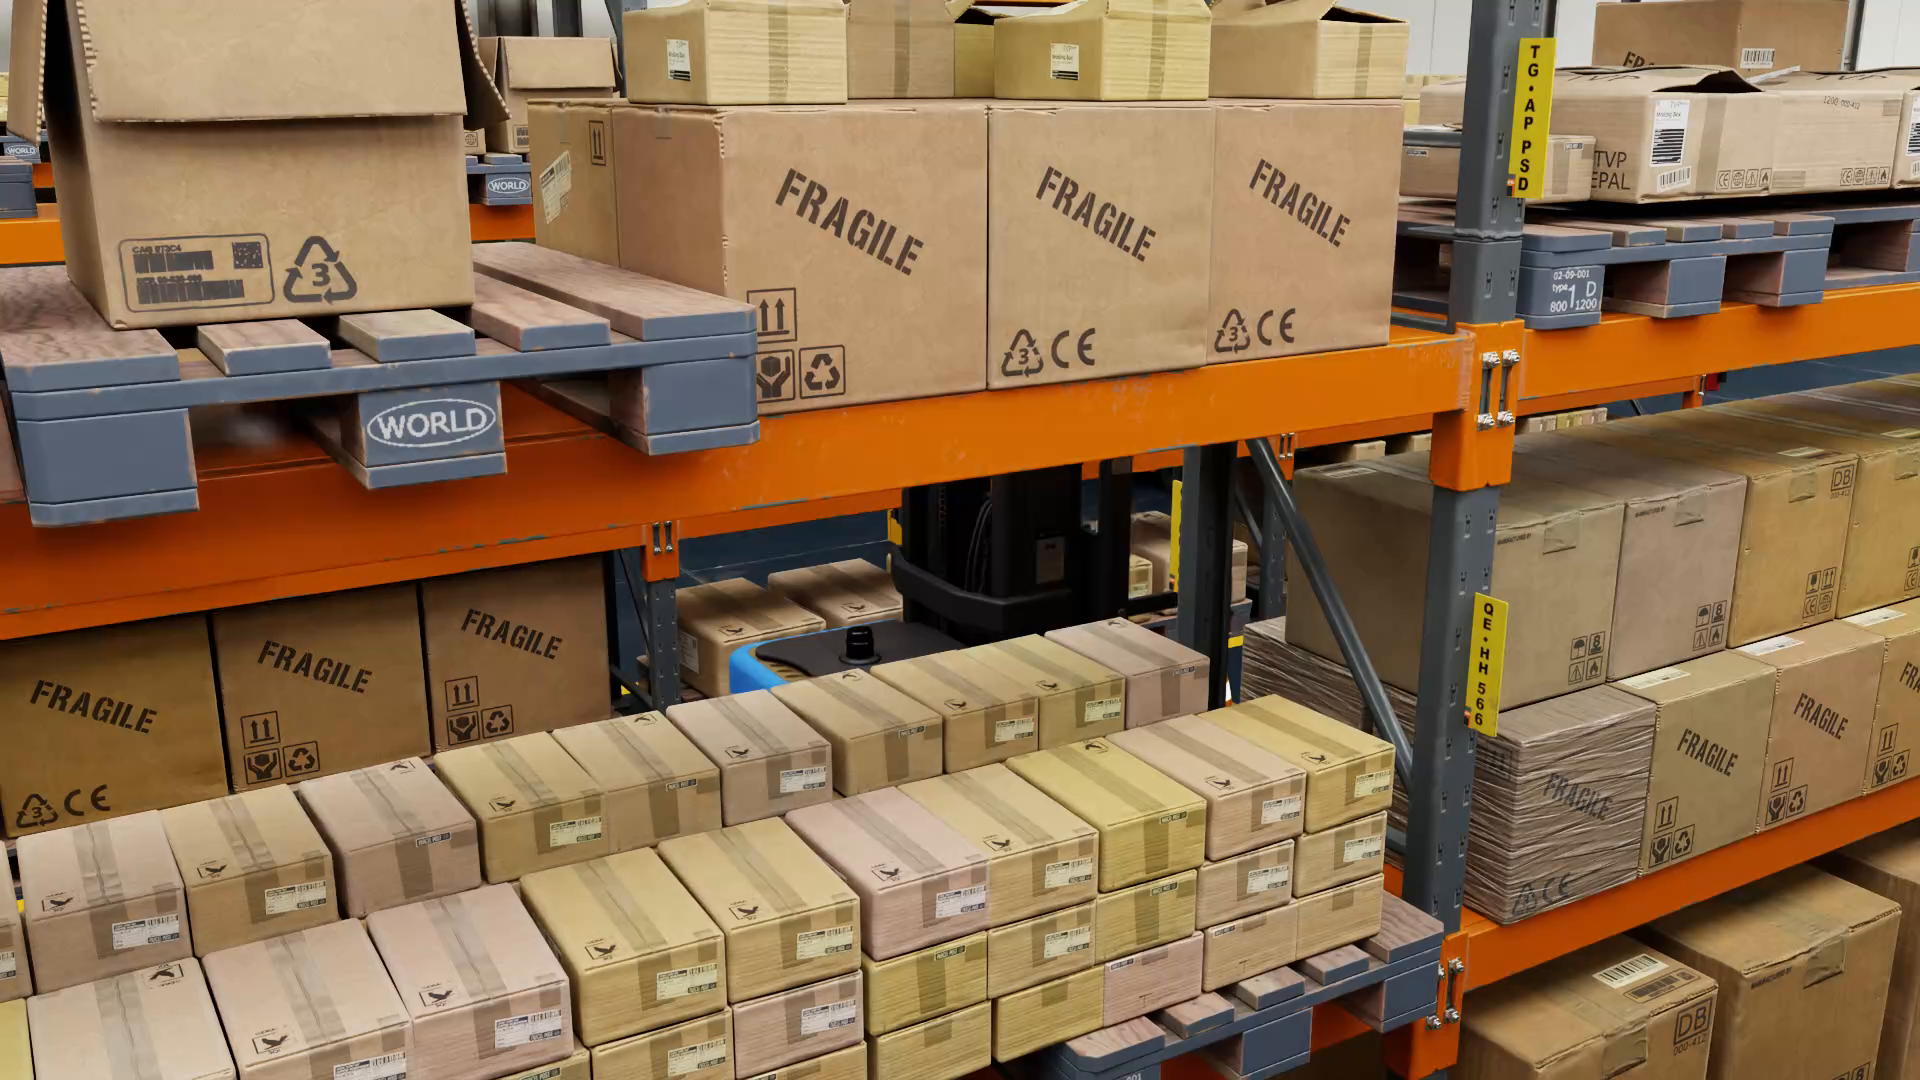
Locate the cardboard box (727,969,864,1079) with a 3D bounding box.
[{"bbox_3d":[-0.374,0.812,3.091,0.250,0.149,0.380,-9,18,-28],"label":"cardboard box"}]

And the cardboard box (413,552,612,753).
[{"bbox_3d":[-2.351,0.449,8.408,0.875,0.875,0.875,-9,18,-30],"label":"cardboard box"}]

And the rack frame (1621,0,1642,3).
[{"bbox_3d":[5.141,-4.449,11.609,0.127,3.000,1.000,-9,18,-30],"label":"rack frame"}]

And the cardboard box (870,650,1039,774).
[{"bbox_3d":[-0.018,0.406,3.991,0.250,0.149,0.380,-9,18,-30],"label":"cardboard box"}]

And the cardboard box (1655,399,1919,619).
[{"bbox_3d":[2.619,-0.120,5.244,0.500,0.500,0.700,-9,18,-30],"label":"cardboard box"}]

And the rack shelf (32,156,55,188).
[{"bbox_3d":[-5.990,-2.416,11.247,4.000,0.370,1.077,-9,18,-30],"label":"rack shelf"}]

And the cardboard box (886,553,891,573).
[{"bbox_3d":[0.055,0.330,9.766,0.625,0.372,0.950,-9,18,-28],"label":"cardboard box"}]

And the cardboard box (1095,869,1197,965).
[{"bbox_3d":[0.279,0.707,3.466,0.250,0.149,0.380,-9,18,-28],"label":"cardboard box"}]

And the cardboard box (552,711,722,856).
[{"bbox_3d":[-0.702,0.518,3.591,0.250,0.149,0.380,-9,18,-28],"label":"cardboard box"}]

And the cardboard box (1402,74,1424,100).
[{"bbox_3d":[2.590,-2.757,10.120,0.250,0.149,0.380,-10,18,-32],"label":"cardboard box"}]

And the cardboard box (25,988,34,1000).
[{"bbox_3d":[-1.618,0.951,3.146,0.250,0.149,0.380,-10,19,-33],"label":"cardboard box"}]

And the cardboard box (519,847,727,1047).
[{"bbox_3d":[-0.597,0.705,2.924,0.250,0.149,0.380,-9,18,-28],"label":"cardboard box"}]

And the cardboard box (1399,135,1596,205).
[{"bbox_3d":[1.288,-0.900,4.009,0.250,0.149,0.380,-10,19,-32],"label":"cardboard box"}]

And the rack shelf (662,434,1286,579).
[{"bbox_3d":[-0.002,-0.380,9.541,4.000,0.370,1.077,-9,18,-30],"label":"rack shelf"}]

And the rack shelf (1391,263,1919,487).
[{"bbox_3d":[2.634,-0.693,5.100,4.000,0.370,1.077,-9,18,-30],"label":"rack shelf"}]

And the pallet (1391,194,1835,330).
[{"bbox_3d":[1.444,-0.772,4.400,1.003,0.211,1.213,-8,18,-27],"label":"pallet"}]

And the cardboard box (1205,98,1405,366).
[{"bbox_3d":[0.561,-0.671,3.505,0.500,0.500,0.500,-9,18,-30],"label":"cardboard box"}]

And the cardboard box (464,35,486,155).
[{"bbox_3d":[-2.467,-1.961,7.329,0.500,0.500,0.700,-10,19,-32],"label":"cardboard box"}]

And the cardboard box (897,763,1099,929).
[{"bbox_3d":[0.068,0.598,3.304,0.250,0.149,0.380,-9,18,-28],"label":"cardboard box"}]

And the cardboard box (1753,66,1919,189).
[{"bbox_3d":[2.523,-1.160,4.634,0.500,0.311,0.500,-10,18,-31],"label":"cardboard box"}]

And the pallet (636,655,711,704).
[{"bbox_3d":[-1.045,0.786,9.215,1.213,0.211,1.003,-9,18,-30],"label":"pallet"}]

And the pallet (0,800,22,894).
[{"bbox_3d":[-4.522,1.326,7.290,1.213,0.211,1.003,-9,18,-30],"label":"pallet"}]

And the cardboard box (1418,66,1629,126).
[{"bbox_3d":[1.661,-1.184,4.719,0.500,0.311,0.500,-9,18,-30],"label":"cardboard box"}]

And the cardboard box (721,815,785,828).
[{"bbox_3d":[-0.487,0.625,3.760,0.250,0.149,0.380,-9,18,-30],"label":"cardboard box"}]

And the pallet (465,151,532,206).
[{"bbox_3d":[-2.241,-1.700,7.709,1.003,0.211,1.213,-8,18,-27],"label":"pallet"}]

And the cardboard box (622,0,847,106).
[{"bbox_3d":[-0.385,-0.878,2.825,0.258,0.266,0.396,-9,18,-30],"label":"cardboard box"}]

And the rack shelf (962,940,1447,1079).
[{"bbox_3d":[-0.795,1.307,3.522,4.000,0.370,1.077,-9,18,-30],"label":"rack shelf"}]

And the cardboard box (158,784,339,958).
[{"bbox_3d":[-1.376,0.627,3.200,0.250,0.149,0.380,-10,18,-32],"label":"cardboard box"}]

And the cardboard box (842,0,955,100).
[{"bbox_3d":[-0.209,-1.069,3.507,0.258,0.266,0.396,-9,18,-30],"label":"cardboard box"}]

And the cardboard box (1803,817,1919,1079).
[{"bbox_3d":[3.034,1.248,5.790,0.750,0.750,1.050,-9,18,-30],"label":"cardboard box"}]

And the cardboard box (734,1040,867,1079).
[{"bbox_3d":[-0.368,0.954,3.138,0.250,0.149,0.380,-9,18,-28],"label":"cardboard box"}]

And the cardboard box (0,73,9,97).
[{"bbox_3d":[-6.153,-2.892,10.564,0.250,0.149,0.380,-9,18,-29],"label":"cardboard box"}]

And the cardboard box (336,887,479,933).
[{"bbox_3d":[-1.141,0.729,3.387,0.250,0.149,0.380,-9,18,-29],"label":"cardboard box"}]

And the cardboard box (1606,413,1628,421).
[{"bbox_3d":[4.589,-0.628,12.020,0.500,0.500,0.500,-9,18,-29],"label":"cardboard box"}]

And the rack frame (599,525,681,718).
[{"bbox_3d":[-1.716,-0.448,8.452,0.127,3.000,1.000,-9,18,-30],"label":"rack frame"}]

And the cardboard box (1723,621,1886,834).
[{"bbox_3d":[2.311,0.493,4.907,0.500,0.500,0.500,-9,18,-30],"label":"cardboard box"}]

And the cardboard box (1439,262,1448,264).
[{"bbox_3d":[2.651,-1.754,10.521,0.500,0.500,0.700,-9,18,-29],"label":"cardboard box"}]

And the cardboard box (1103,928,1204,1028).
[{"bbox_3d":[0.300,0.847,3.520,0.250,0.149,0.380,-9,18,-29],"label":"cardboard box"}]

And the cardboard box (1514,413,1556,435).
[{"bbox_3d":[3.865,-0.803,11.443,0.250,0.149,0.380,-8,18,-27],"label":"cardboard box"}]

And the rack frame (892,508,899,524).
[{"bbox_3d":[-0.363,-0.663,11.998,0.032,1.500,0.500,-9,18,-30],"label":"rack frame"}]

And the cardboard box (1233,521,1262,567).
[{"bbox_3d":[2.081,-0.027,11.265,0.500,0.250,0.500,-8,18,-27],"label":"cardboard box"}]

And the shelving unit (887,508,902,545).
[{"bbox_3d":[0.065,-0.733,12.245,1.083,1.500,0.587,-9,18,-30],"label":"shelving unit"}]

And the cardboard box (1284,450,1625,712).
[{"bbox_3d":[1.310,0.093,4.482,0.500,0.500,0.700,-9,18,-30],"label":"cardboard box"}]

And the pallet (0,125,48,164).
[{"bbox_3d":[-6.222,-2.613,10.966,1.003,0.211,1.213,-9,18,-30],"label":"pallet"}]

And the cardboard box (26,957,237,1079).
[{"bbox_3d":[-1.262,0.814,2.536,0.250,0.149,0.380,-9,18,-30],"label":"cardboard box"}]

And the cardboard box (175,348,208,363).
[{"bbox_3d":[-3.327,-0.636,7.084,0.500,0.500,0.500,-10,18,-31],"label":"cardboard box"}]

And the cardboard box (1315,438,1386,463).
[{"bbox_3d":[2.496,-0.579,10.643,0.250,0.149,0.380,-9,18,-29],"label":"cardboard box"}]

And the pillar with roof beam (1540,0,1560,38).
[{"bbox_3d":[8.881,-5.547,15.525,0.400,9.000,9.100,-9,18,-30],"label":"pillar with roof beam"}]

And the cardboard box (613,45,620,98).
[{"bbox_3d":[-2.657,-3.525,12.721,0.500,0.500,0.500,-9,18,-28],"label":"cardboard box"}]

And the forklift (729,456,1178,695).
[{"bbox_3d":[0.567,-0.025,7.070,3.031,2.935,1.130,-9,18,-29],"label":"forklift"}]

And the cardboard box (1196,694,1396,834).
[{"bbox_3d":[0.736,0.489,3.692,0.250,0.149,0.380,-10,19,-32],"label":"cardboard box"}]

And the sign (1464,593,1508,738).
[{"bbox_3d":[1.207,0.288,3.828,0.005,0.325,0.100,-9,18,-30],"label":"sign"}]
